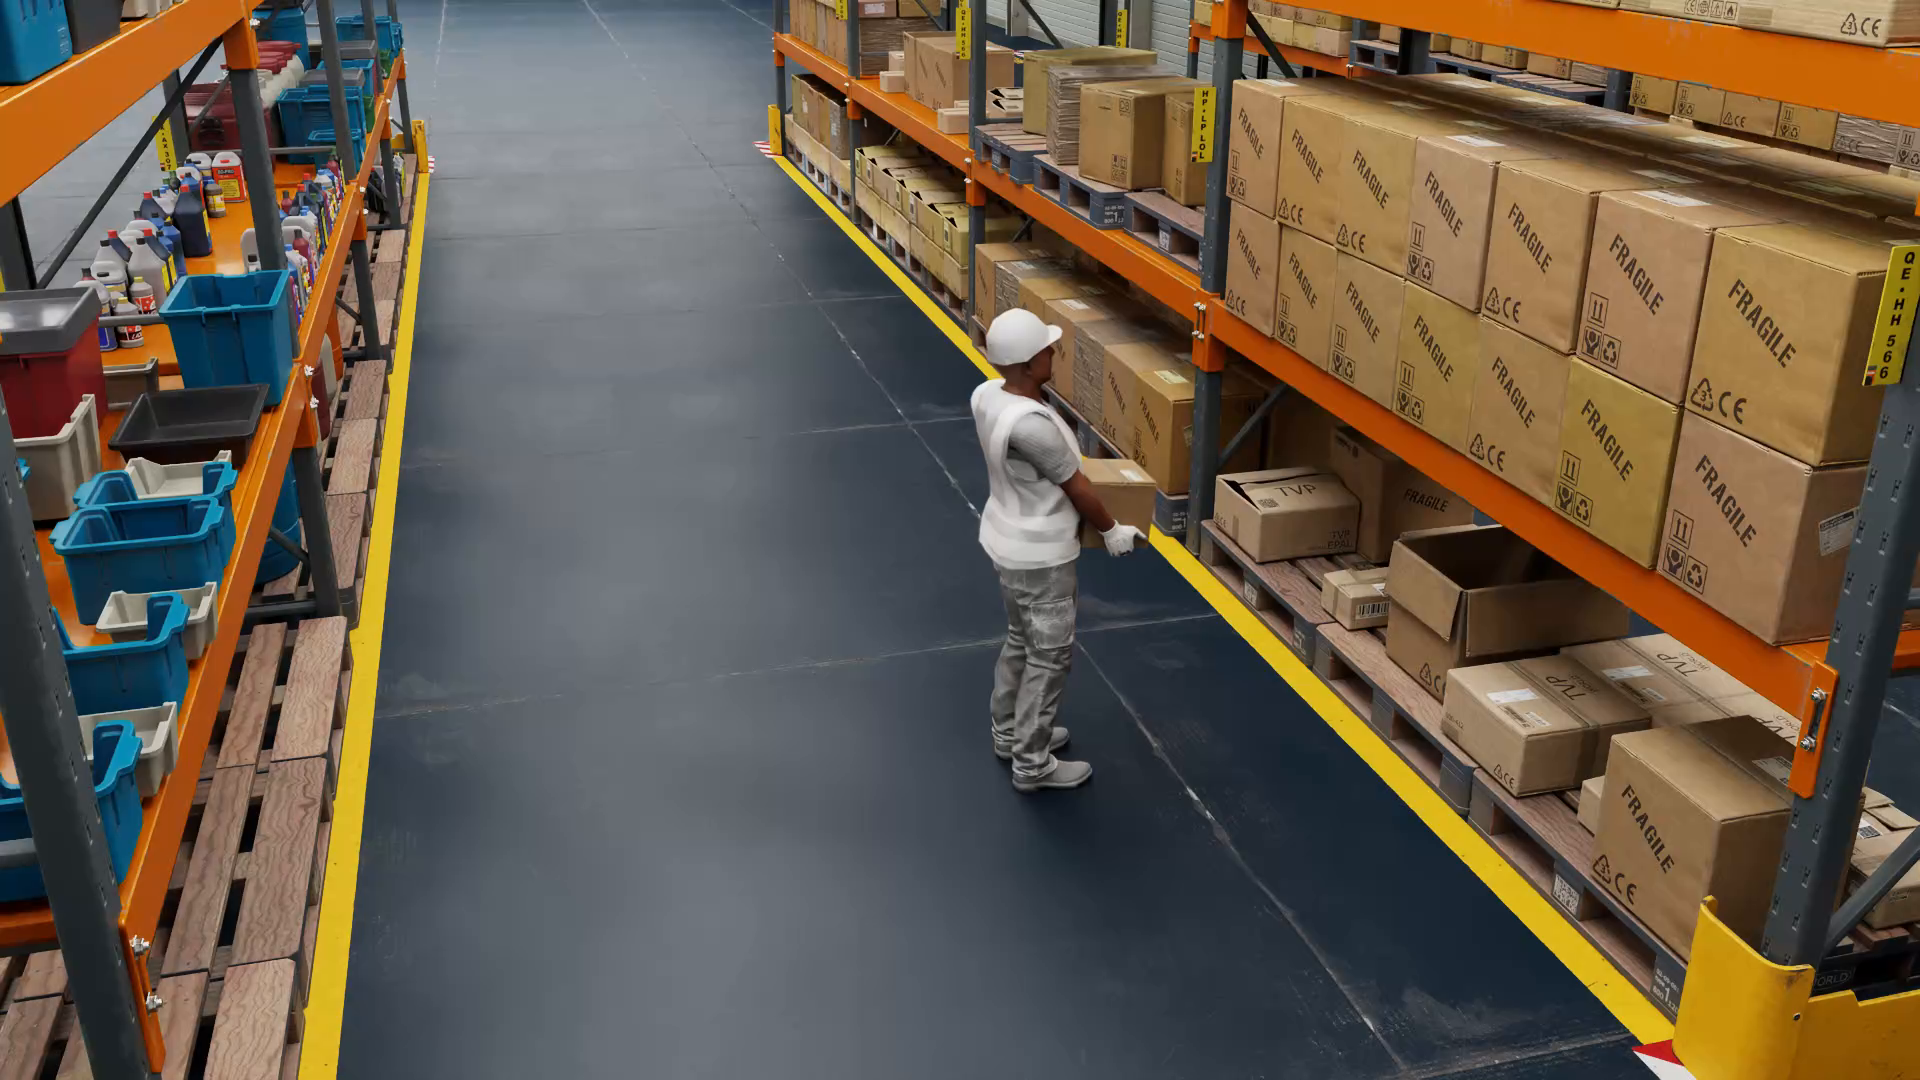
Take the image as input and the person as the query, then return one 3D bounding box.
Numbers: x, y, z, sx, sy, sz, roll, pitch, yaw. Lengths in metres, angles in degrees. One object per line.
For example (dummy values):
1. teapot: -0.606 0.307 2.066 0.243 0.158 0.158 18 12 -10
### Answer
1. person: 0.352 0.027 6.012 0.575 1.778 0.487 -6 23 -14
